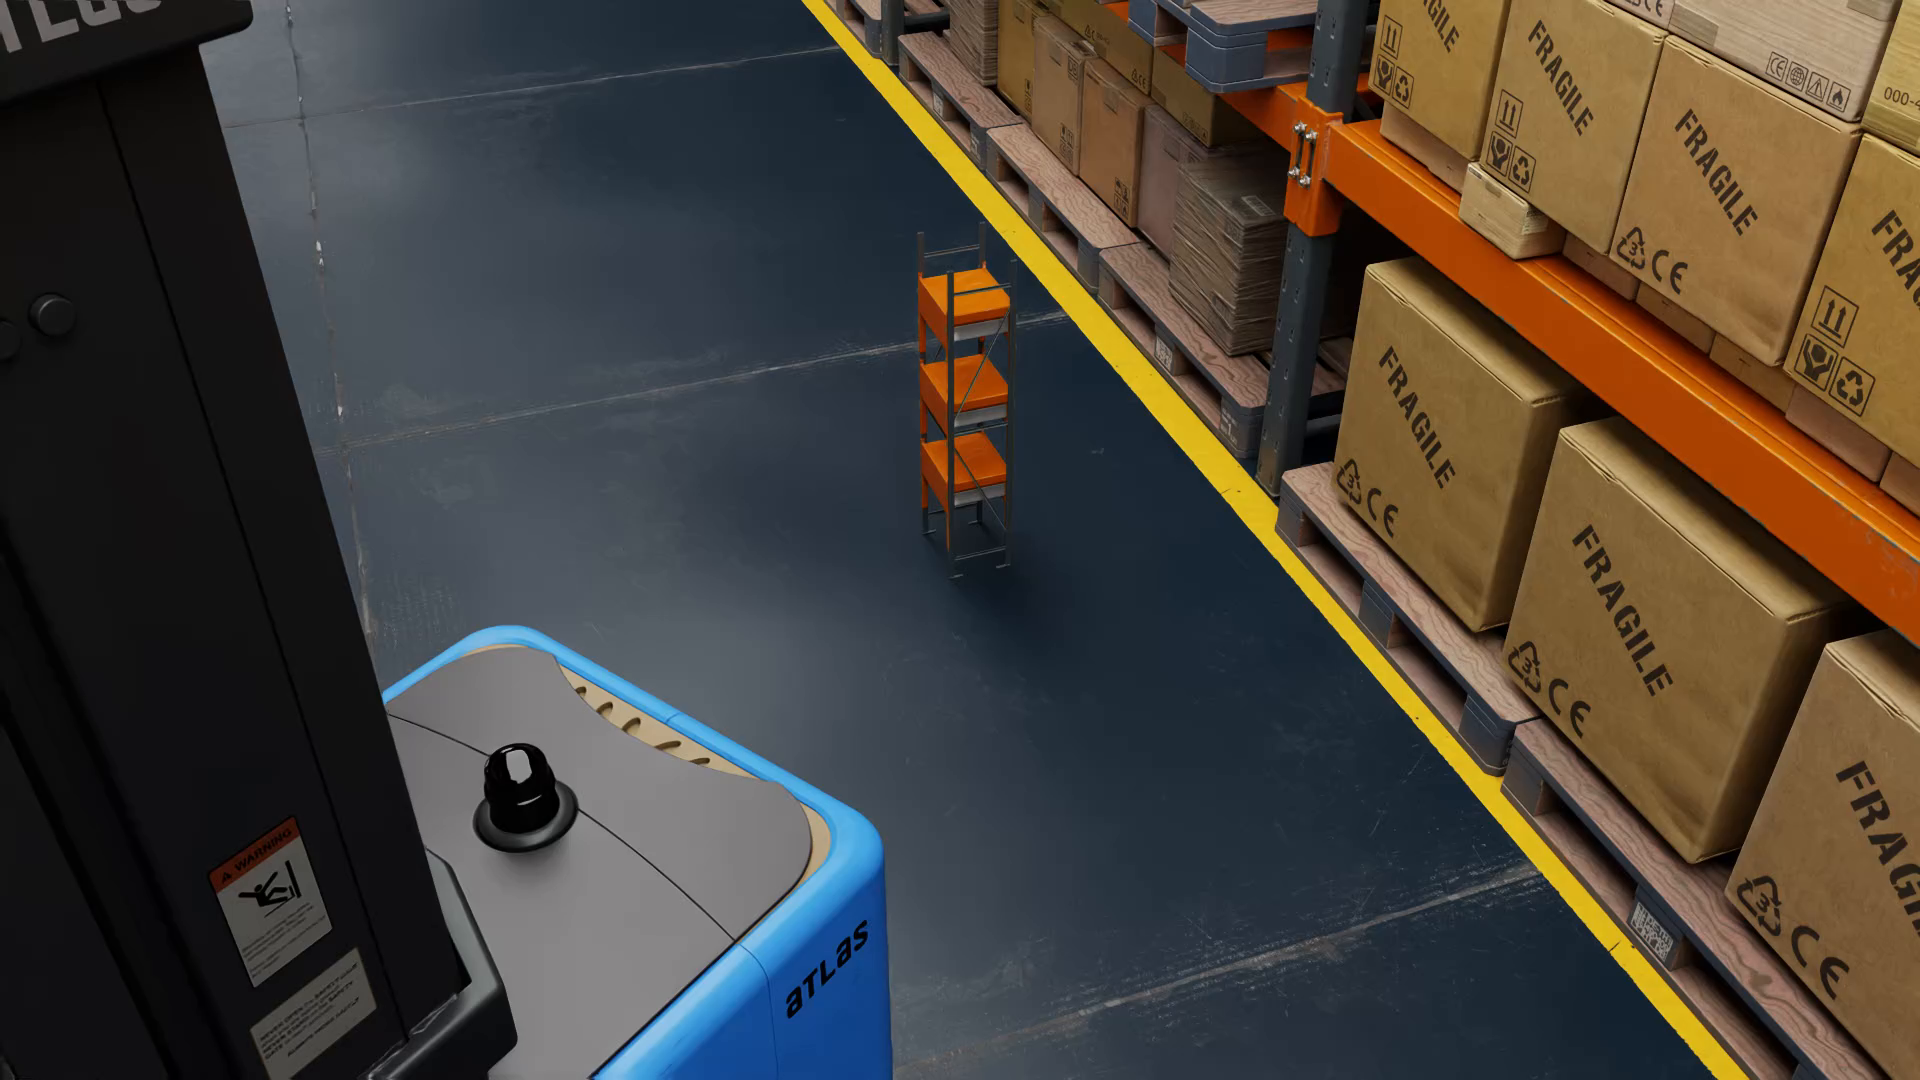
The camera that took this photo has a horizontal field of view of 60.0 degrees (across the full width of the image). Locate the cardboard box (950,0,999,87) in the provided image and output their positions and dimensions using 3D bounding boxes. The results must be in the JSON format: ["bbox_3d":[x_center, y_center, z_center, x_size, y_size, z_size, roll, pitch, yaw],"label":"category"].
[{"bbox_3d":[0.360,-2.490,7.775,0.700,0.500,0.500,-11,38,-14],"label":"cardboard box"}]

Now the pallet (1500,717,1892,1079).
[{"bbox_3d":[2.085,0.797,4.016,1.003,0.211,1.213,-12,39,-16],"label":"pallet"}]

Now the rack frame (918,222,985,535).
[{"bbox_3d":[-0.024,-0.458,4.986,0.200,1.050,0.008,-12,39,-16],"label":"rack frame"}]

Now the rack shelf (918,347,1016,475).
[{"bbox_3d":[0.018,-0.381,4.900,0.215,0.259,0.240,-12,39,-16],"label":"rack shelf"}]

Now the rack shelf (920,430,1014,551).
[{"bbox_3d":[0.018,-0.159,5.068,0.215,0.259,0.240,-12,39,-16],"label":"rack shelf"}]

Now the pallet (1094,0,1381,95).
[{"bbox_3d":[1.123,-1.770,5.266,1.213,0.211,1.003,-12,39,-16],"label":"pallet"}]

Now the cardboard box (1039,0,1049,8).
[{"bbox_3d":[0.515,-2.542,7.220,0.500,0.250,0.500,-13,39,-17],"label":"cardboard box"}]

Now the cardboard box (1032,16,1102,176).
[{"bbox_3d":[0.723,-1.912,7.007,0.700,0.500,0.500,-12,39,-15],"label":"cardboard box"}]

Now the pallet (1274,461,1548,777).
[{"bbox_3d":[1.669,0.109,4.930,1.003,0.211,1.213,-12,39,-16],"label":"pallet"}]

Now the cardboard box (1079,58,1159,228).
[{"bbox_3d":[0.906,-1.629,6.631,0.700,0.500,0.500,-13,39,-16],"label":"cardboard box"}]

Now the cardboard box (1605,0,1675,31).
[{"bbox_3d":[1.568,-1.319,3.537,0.500,0.250,0.500,-13,39,-17],"label":"cardboard box"}]

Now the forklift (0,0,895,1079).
[{"bbox_3d":[-1.396,0.714,1.866,1.130,2.935,3.031,24,43,28],"label":"forklift"}]

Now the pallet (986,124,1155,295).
[{"bbox_3d":[0.784,-1.482,7.042,1.003,0.211,1.213,-12,39,-16],"label":"pallet"}]

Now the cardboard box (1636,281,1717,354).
[{"bbox_3d":[1.754,-0.566,3.701,0.380,0.149,0.250,-12,39,-15],"label":"cardboard box"}]

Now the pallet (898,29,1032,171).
[{"bbox_3d":[0.361,-2.172,7.958,1.003,0.211,1.213,-12,39,-16],"label":"pallet"}]

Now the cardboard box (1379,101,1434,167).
[{"bbox_3d":[1.364,-1.139,4.462,0.380,0.149,0.250,-13,39,-17],"label":"cardboard box"}]

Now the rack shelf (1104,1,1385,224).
[{"bbox_3d":[0.780,-2.308,6.419,1.077,0.370,4.000,-12,39,-16],"label":"rack shelf"}]

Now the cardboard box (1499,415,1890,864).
[{"bbox_3d":[1.893,0.164,3.977,0.750,0.750,0.750,-13,39,-16],"label":"cardboard box"}]

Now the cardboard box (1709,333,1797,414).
[{"bbox_3d":[1.833,-0.418,3.504,0.380,0.149,0.250,-12,39,-15],"label":"cardboard box"}]

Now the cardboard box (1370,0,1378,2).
[{"bbox_3d":[1.297,-1.945,4.890,0.700,0.500,0.500,-17,40,-21],"label":"cardboard box"}]

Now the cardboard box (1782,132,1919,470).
[{"bbox_3d":[1.923,-0.434,2.986,0.500,0.500,0.500,-11,38,-15],"label":"cardboard box"}]

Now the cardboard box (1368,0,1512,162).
[{"bbox_3d":[1.395,-1.305,4.142,0.500,0.500,0.500,-11,38,-15],"label":"cardboard box"}]

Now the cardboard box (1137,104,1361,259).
[{"bbox_3d":[1.103,-1.354,6.266,0.700,0.500,0.500,-13,39,-16],"label":"cardboard box"}]

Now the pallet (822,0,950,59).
[{"bbox_3d":[-0.173,-2.984,9.035,1.003,0.211,1.213,-12,39,-16],"label":"pallet"}]

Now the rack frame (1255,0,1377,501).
[{"bbox_3d":[1.468,-1.466,4.703,1.000,3.000,0.127,-12,39,-16],"label":"rack frame"}]

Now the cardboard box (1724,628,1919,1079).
[{"bbox_3d":[2.190,0.643,3.341,0.750,0.750,0.750,-11,38,-15],"label":"cardboard box"}]

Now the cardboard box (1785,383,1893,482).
[{"bbox_3d":[1.902,-0.275,3.314,0.380,0.149,0.250,-12,39,-16],"label":"cardboard box"}]

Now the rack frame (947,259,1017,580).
[{"bbox_3d":[0.060,-0.320,4.803,0.200,1.050,0.008,-12,39,-16],"label":"rack frame"}]

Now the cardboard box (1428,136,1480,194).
[{"bbox_3d":[1.442,-0.995,4.270,0.380,0.149,0.250,-12,39,-15],"label":"cardboard box"}]

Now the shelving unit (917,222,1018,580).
[{"bbox_3d":[0.018,-0.389,4.894,0.215,1.050,0.252,-12,39,-16],"label":"shelving unit"}]

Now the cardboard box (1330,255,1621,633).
[{"bbox_3d":[1.598,-0.332,4.635,0.750,0.750,0.750,-13,39,-17],"label":"cardboard box"}]

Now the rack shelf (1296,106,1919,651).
[{"bbox_3d":[2.156,-0.048,3.419,1.077,0.370,4.000,-12,39,-16],"label":"rack shelf"}]

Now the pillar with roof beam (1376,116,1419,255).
[{"bbox_3d":[-2.209,-3.884,2.927,9.100,9.000,0.400,-12,39,-16],"label":"pillar with roof beam"}]

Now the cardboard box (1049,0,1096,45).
[{"bbox_3d":[0.698,-2.248,6.831,0.500,0.250,0.500,-14,39,-17],"label":"cardboard box"}]

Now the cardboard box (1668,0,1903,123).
[{"bbox_3d":[1.744,-1.037,3.163,0.500,0.250,0.500,-12,39,-16],"label":"cardboard box"}]

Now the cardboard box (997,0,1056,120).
[{"bbox_3d":[0.585,-2.209,7.401,0.700,0.500,0.500,-13,39,-17],"label":"cardboard box"}]

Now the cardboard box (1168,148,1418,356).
[{"bbox_3d":[1.171,-1.039,5.848,0.700,0.500,0.500,-12,39,-15],"label":"cardboard box"}]

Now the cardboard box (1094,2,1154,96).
[{"bbox_3d":[0.852,-1.963,6.451,0.500,0.250,0.500,-13,39,-16],"label":"cardboard box"}]

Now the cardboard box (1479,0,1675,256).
[{"bbox_3d":[1.566,-1.007,3.747,0.500,0.500,0.500,-11,38,-14],"label":"cardboard box"}]

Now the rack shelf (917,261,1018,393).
[{"bbox_3d":[0.018,-0.607,4.730,0.215,0.259,0.240,-12,39,-16],"label":"rack shelf"}]

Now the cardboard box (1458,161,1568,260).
[{"bbox_3d":[1.454,-0.828,4.048,0.380,0.149,0.250,-11,38,-15],"label":"cardboard box"}]

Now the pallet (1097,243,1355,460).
[{"bbox_3d":[1.201,-0.794,6.128,1.003,0.211,1.213,-12,39,-16],"label":"pallet"}]

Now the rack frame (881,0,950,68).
[{"bbox_3d":[0.092,-3.725,7.703,1.000,3.000,0.127,-12,39,-16],"label":"rack frame"}]

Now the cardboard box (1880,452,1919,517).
[{"bbox_3d":[1.986,-0.125,3.115,0.380,0.149,0.250,-11,38,-15],"label":"cardboard box"}]

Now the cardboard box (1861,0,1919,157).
[{"bbox_3d":[1.925,-0.750,2.782,0.500,0.250,0.500,-13,39,-17],"label":"cardboard box"}]

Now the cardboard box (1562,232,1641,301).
[{"bbox_3d":[1.657,-0.711,3.893,0.380,0.149,0.250,-13,39,-16],"label":"cardboard box"}]

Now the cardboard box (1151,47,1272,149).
[{"bbox_3d":[1.034,-1.673,6.067,0.500,0.250,0.500,-12,39,-15],"label":"cardboard box"}]

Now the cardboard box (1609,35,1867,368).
[{"bbox_3d":[1.736,-0.727,3.375,0.500,0.500,0.500,-13,39,-16],"label":"cardboard box"}]
